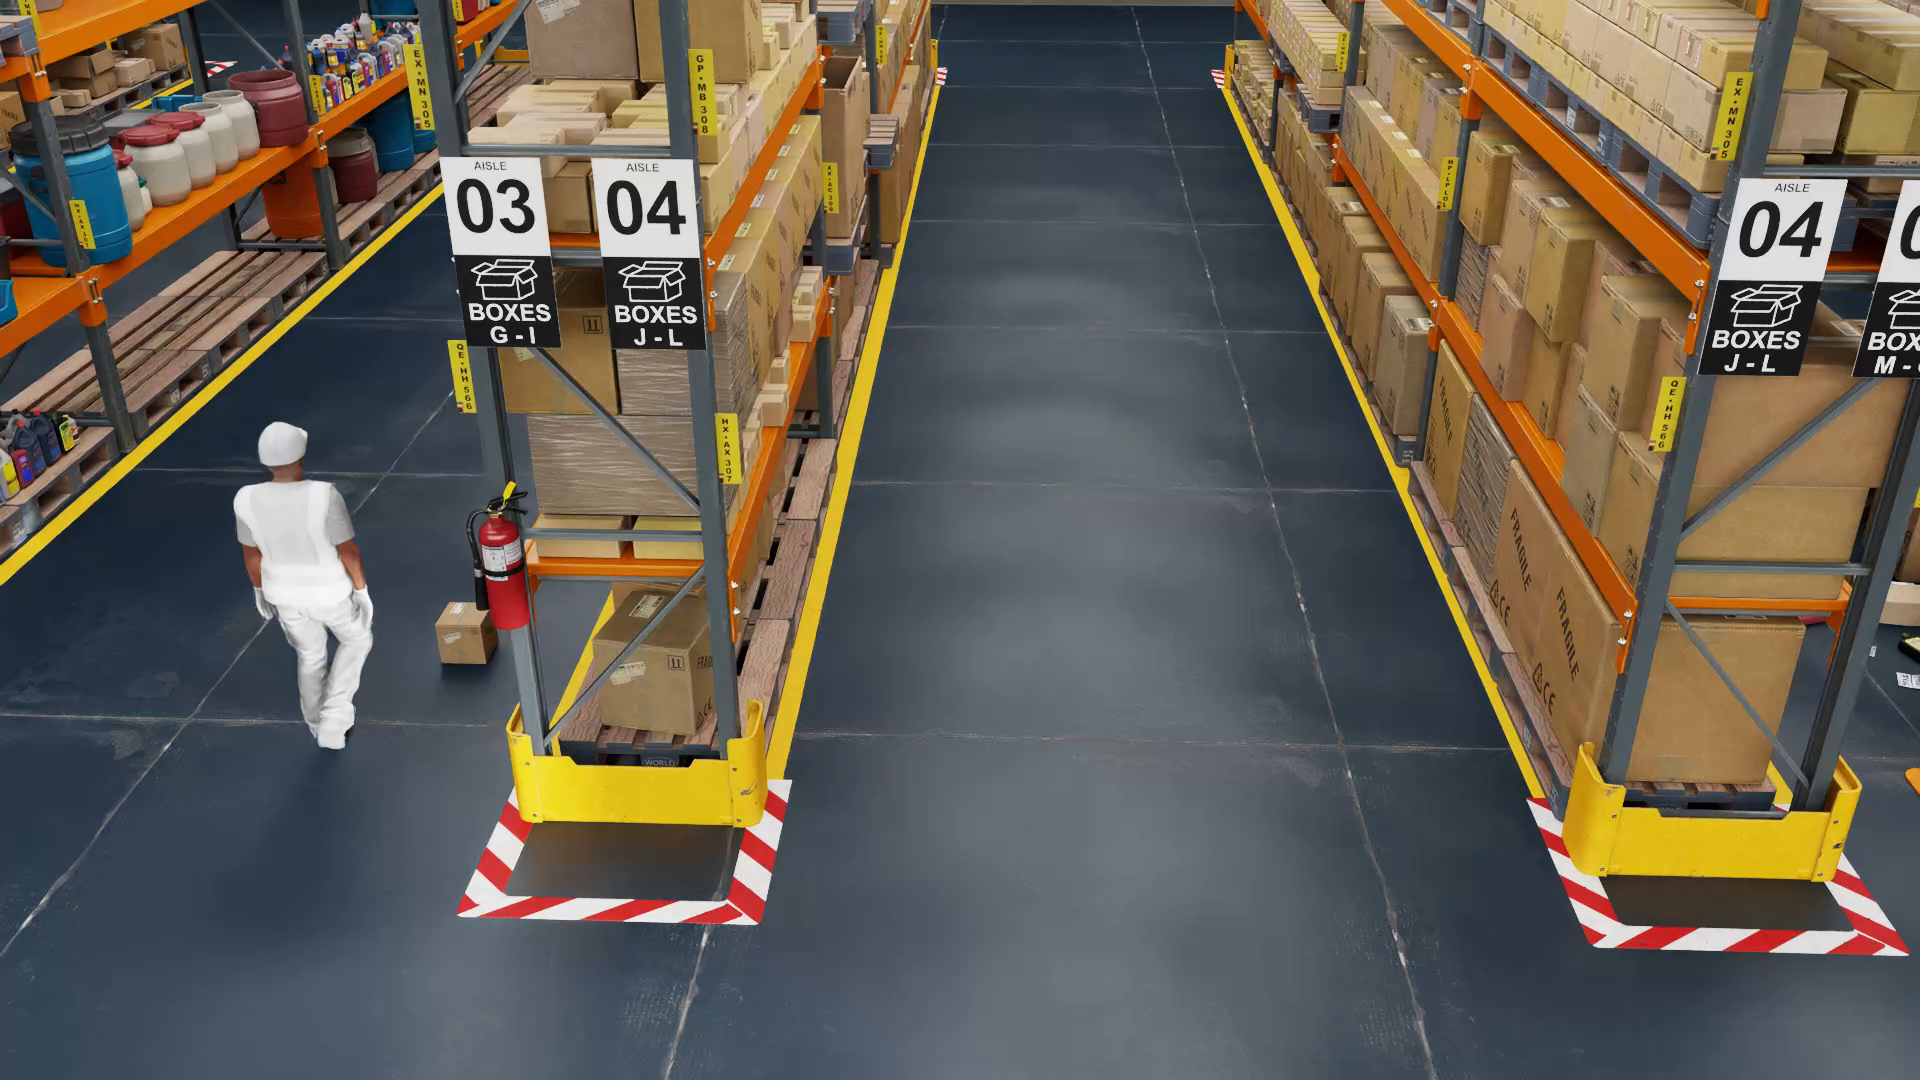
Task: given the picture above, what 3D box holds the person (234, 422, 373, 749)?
[{"bbox_3d":[-3.150,0.257,8.062,0.597,1.774,0.540,0,28,1],"label":"person"}]
